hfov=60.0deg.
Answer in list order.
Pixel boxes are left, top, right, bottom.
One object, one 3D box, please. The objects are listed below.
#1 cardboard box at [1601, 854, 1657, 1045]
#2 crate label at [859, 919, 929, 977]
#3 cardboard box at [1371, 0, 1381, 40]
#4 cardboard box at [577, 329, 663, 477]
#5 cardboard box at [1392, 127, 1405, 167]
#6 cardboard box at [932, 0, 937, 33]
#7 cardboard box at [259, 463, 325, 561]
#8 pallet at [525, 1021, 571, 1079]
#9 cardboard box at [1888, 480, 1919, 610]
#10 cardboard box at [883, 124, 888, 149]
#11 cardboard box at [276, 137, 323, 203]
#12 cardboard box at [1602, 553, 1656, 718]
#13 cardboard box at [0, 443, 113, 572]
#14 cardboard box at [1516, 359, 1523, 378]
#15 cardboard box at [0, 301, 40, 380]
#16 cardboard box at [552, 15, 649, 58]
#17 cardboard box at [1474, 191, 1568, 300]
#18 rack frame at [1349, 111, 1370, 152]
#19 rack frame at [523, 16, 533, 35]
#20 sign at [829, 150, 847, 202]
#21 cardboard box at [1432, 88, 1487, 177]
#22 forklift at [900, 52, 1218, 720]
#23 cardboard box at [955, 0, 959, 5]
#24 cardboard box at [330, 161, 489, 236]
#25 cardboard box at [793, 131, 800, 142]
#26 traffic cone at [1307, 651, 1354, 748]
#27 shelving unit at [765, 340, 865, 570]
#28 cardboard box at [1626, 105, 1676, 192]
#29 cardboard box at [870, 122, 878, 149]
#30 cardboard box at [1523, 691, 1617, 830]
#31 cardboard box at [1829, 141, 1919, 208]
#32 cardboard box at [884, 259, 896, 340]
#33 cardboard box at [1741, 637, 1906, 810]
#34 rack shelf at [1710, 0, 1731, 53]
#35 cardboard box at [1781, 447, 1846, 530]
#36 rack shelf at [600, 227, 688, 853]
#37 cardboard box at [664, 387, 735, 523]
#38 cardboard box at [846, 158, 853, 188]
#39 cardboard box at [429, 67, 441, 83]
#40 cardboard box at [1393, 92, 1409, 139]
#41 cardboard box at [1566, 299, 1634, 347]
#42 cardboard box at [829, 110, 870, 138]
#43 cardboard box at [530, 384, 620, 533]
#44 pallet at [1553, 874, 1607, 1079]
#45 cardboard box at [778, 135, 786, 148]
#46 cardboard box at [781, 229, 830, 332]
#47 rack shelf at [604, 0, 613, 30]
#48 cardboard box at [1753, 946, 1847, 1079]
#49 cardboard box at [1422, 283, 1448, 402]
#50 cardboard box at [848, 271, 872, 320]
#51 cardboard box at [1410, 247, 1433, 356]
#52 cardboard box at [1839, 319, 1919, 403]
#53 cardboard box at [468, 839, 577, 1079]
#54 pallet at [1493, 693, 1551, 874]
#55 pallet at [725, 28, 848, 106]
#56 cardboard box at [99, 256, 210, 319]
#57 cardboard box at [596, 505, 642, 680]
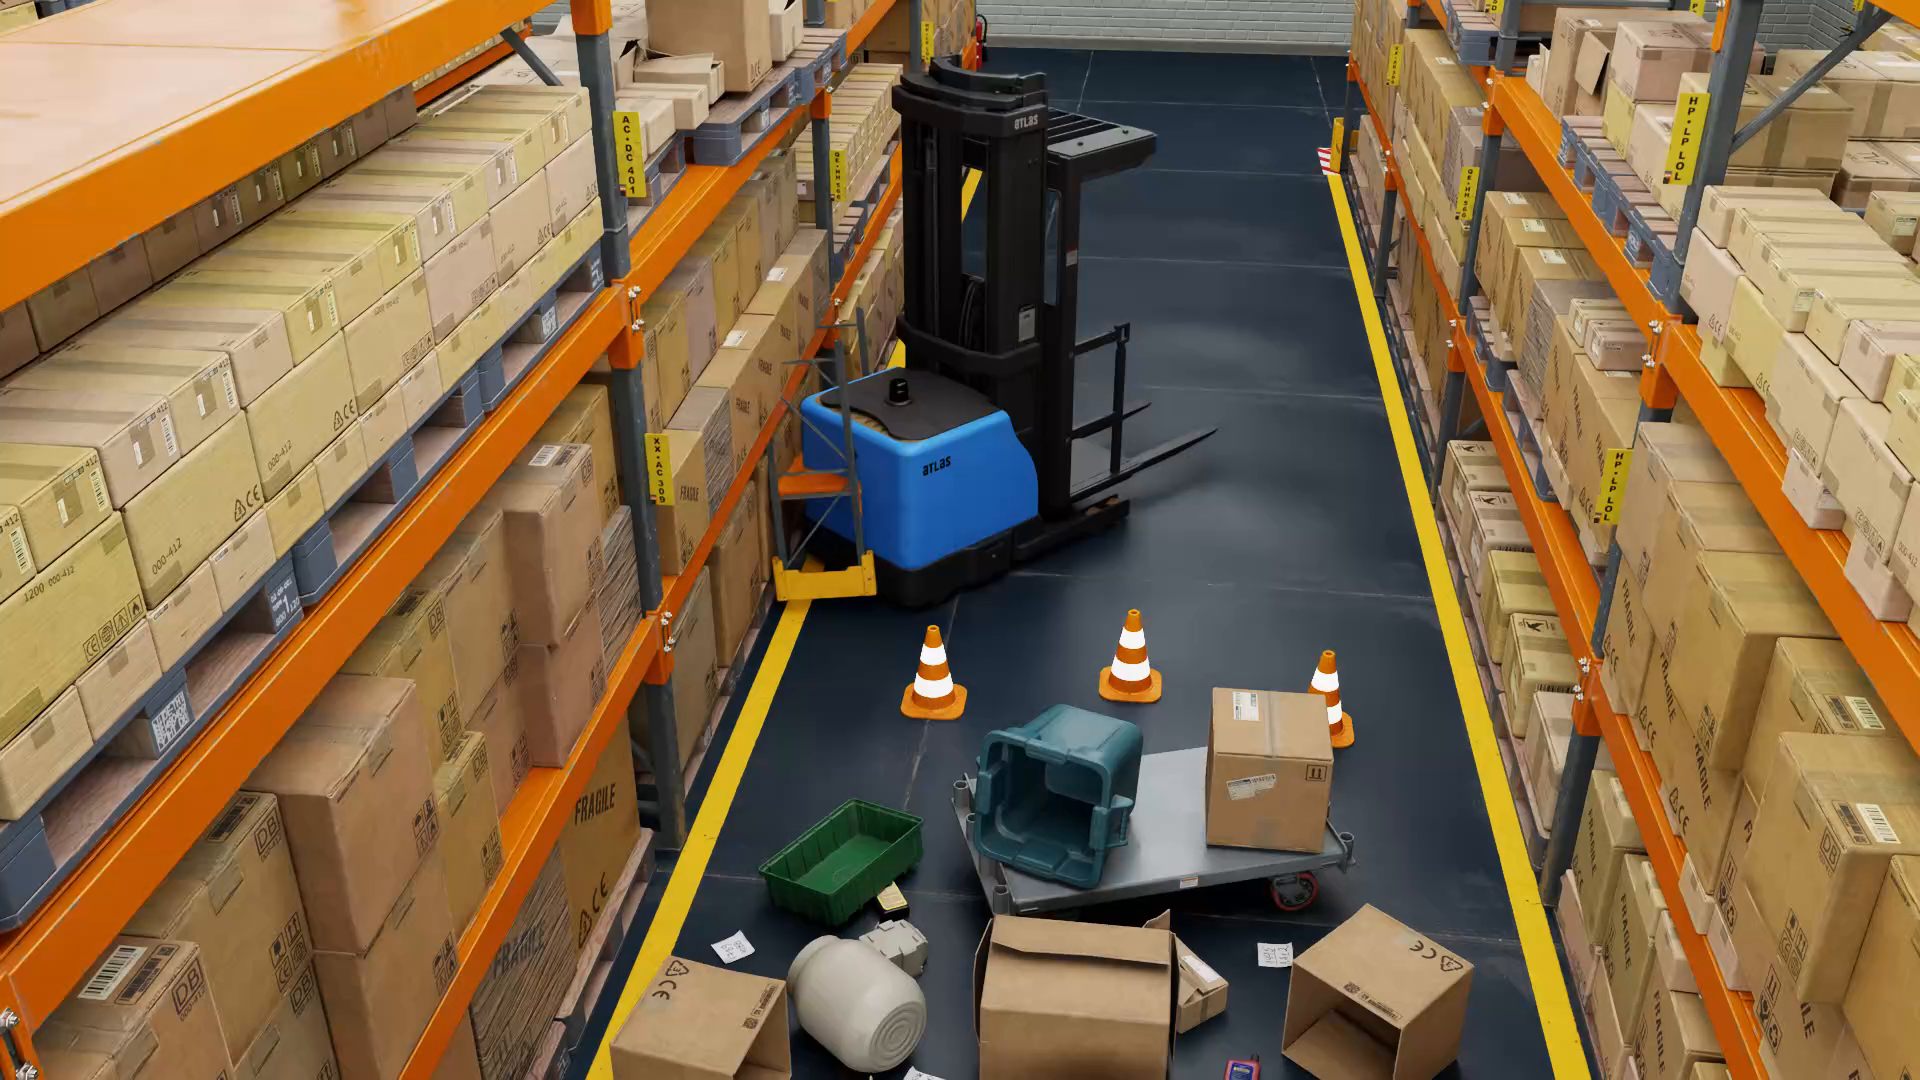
[{"bbox_3d":[2.729,1.543,6.182,0.500,0.500,0.500,4,29,8],"label":"cardboard box"},{"bbox_3d":[-0.294,1.760,7.130,0.298,0.136,0.250,-17,33,-29],"label":"crate label"},{"bbox_3d":[4.080,-4.870,15.259,0.500,0.500,0.500,3,29,6],"label":"cardboard box"},{"bbox_3d":[-1.747,-0.626,7.382,0.700,0.500,0.500,3,28,5],"label":"cardboard box"},{"bbox_3d":[3.788,-3.176,13.432,0.500,0.250,0.500,3,28,5],"label":"cardboard box"},{"bbox_3d":[-0.476,-4.732,14.689,0.500,0.500,0.500,3,28,5],"label":"cardboard box"},{"bbox_3d":[-1.808,-0.082,4.085,0.380,0.149,0.250,3,29,6],"label":"cardboard box"},{"bbox_3d":[-2.120,2.249,6.145,1.003,0.211,1.213,3,28,6],"label":"pallet"},{"bbox_3d":[2.550,0.092,3.891,0.500,0.250,0.500,4,29,8],"label":"cardboard box"},{"bbox_3d":[-0.768,-3.192,13.126,0.380,0.149,0.250,2,28,4],"label":"cardboard box"},{"bbox_3d":[-2.276,-1.187,5.297,0.380,0.149,0.250,3,28,5],"label":"cardboard box"},{"bbox_3d":[2.793,0.348,6.314,0.500,0.500,0.500,3,28,6],"label":"cardboard box"},{"bbox_3d":[-1.903,-0.071,3.225,0.380,0.149,0.250,4,29,6],"label":"cardboard box"},{"bbox_3d":[3.236,-0.979,9.019,0.380,0.149,0.250,5,29,9],"label":"cardboard box"},{"bbox_3d":[-2.462,-0.471,3.966,0.380,0.149,0.250,3,29,6],"label":"cardboard box"},{"bbox_3d":[-1.743,-2.495,8.394,0.500,0.311,0.500,3,28,5],"label":"cardboard box"},{"bbox_3d":[3.329,-1.712,9.695,0.500,0.500,0.500,3,28,5],"label":"cardboard box"},{"bbox_3d":[4.597,-5.316,17.247,0.949,2.616,0.053,3,28,6],"label":"rack frame"},{"bbox_3d":[-5.242,-5.892,18.316,1.000,3.000,0.127,3,28,6],"label":"rack frame"},{"bbox_3d":[-0.760,-2.270,10.372,0.100,0.325,0.005,3,28,6],"label":"sign"},{"bbox_3d":[3.539,-2.769,11.359,0.500,0.500,0.500,3,28,6],"label":"cardboard box"},{"bbox_3d":[0.515,-1.221,9.717,3.733,2.935,2.033,-24,36,-37],"label":"forklift"},{"bbox_3d":[-0.258,-5.458,16.037,0.500,0.500,0.500,5,29,9],"label":"cardboard box"},{"bbox_3d":[-1.653,-1.030,5.005,0.380,0.149,0.250,3,29,6],"label":"cardboard box"},{"bbox_3d":[-1.452,-3.103,12.961,0.380,0.149,0.250,2,28,4],"label":"cardboard box"},{"bbox_3d":[1.886,0.784,8.599,0.336,0.463,0.334,3,28,6],"label":"traffic cone"},{"bbox_3d":[-0.812,-0.528,9.905,0.500,1.500,0.985,-4,18,5],"label":"shelving unit"},{"bbox_3d":[3.118,-1.628,6.955,0.500,0.250,0.500,4,29,7],"label":"cardboard box"},{"bbox_3d":[-0.832,-3.059,12.566,0.380,0.149,0.250,3,29,6],"label":"cardboard box"},{"bbox_3d":[3.185,1.057,7.745,0.950,0.372,0.625,4,29,7],"label":"cardboard box"},{"bbox_3d":[3.593,-1.359,6.454,0.500,0.250,0.500,3,28,5],"label":"cardboard box"},{"bbox_3d":[-0.793,-1.912,13.122,0.500,0.500,0.500,3,28,5],"label":"cardboard box"},{"bbox_3d":[2.708,0.636,4.725,0.700,0.500,0.500,3,28,6],"label":"cardboard box"},{"bbox_3d":[3.368,-2.757,7.353,1.077,0.370,4.000,3,28,6],"label":"rack shelf"},{"bbox_3d":[2.597,-0.143,4.748,0.380,0.149,0.250,3,28,5],"label":"cardboard box"},{"bbox_3d":[-8.950,-1.292,9.778,15.905,3.000,4.168,3,28,6],"label":"rack shelf"},{"bbox_3d":[-1.409,-0.421,8.056,0.500,0.500,0.500,4,29,7],"label":"cardboard box"},{"bbox_3d":[-0.962,-2.584,11.684,0.380,0.149,0.250,3,29,6],"label":"cardboard box"},{"bbox_3d":[-5.240,-4.511,16.017,0.380,0.149,0.250,3,28,5],"label":"cardboard box"},{"bbox_3d":[3.770,-3.397,13.315,0.500,0.250,0.500,3,28,5],"label":"cardboard box"},{"bbox_3d":[3.038,-0.999,7.688,0.380,0.149,0.250,2,28,4],"label":"cardboard box"},{"bbox_3d":[-0.869,-3.069,12.271,0.380,0.149,0.250,3,28,5],"label":"cardboard box"},{"bbox_3d":[-1.881,-0.278,6.598,0.875,0.550,0.550,3,28,6],"label":"cardboard box"},{"bbox_3d":[3.076,1.878,6.833,1.003,0.211,1.213,3,28,6],"label":"pallet"},{"bbox_3d":[-1.516,-2.984,12.426,0.380,0.149,0.250,3,28,5],"label":"cardboard box"},{"bbox_3d":[-1.100,-1.607,10.257,0.500,0.500,0.500,3,28,6],"label":"cardboard box"},{"bbox_3d":[-1.557,-2.998,7.798,1.077,0.370,4.000,3,28,6],"label":"rack shelf"},{"bbox_3d":[2.557,1.298,4.551,0.500,0.500,0.500,3,28,6],"label":"cardboard box"},{"bbox_3d":[3.894,-1.540,12.035,0.875,0.875,0.875,4,29,7],"label":"cardboard box"},{"bbox_3d":[-0.925,-1.754,12.038,0.500,0.250,0.500,3,28,6],"label":"cardboard box"},{"bbox_3d":[4.004,-1.961,12.816,0.887,0.875,0.887,4,29,7],"label":"cardboard box"},{"bbox_3d":[2.656,-0.483,4.538,0.380,0.149,0.250,3,28,5],"label":"cardboard box"},{"bbox_3d":[-2.055,1.559,6.283,0.875,0.875,0.875,4,29,7],"label":"cardboard box"},{"bbox_3d":[3.217,1.193,8.104,1.003,0.211,1.213,3,28,6],"label":"pallet"},{"bbox_3d":[-1.338,-2.722,9.468,1.213,0.211,1.003,5,29,9],"label":"pallet"},{"bbox_3d":[-2.323,-0.595,4.617,0.500,0.250,0.500,4,29,7],"label":"cardboard box"},{"bbox_3d":[-1.835,0.201,6.849,0.875,0.550,0.550,3,28,6],"label":"cardboard box"}]
